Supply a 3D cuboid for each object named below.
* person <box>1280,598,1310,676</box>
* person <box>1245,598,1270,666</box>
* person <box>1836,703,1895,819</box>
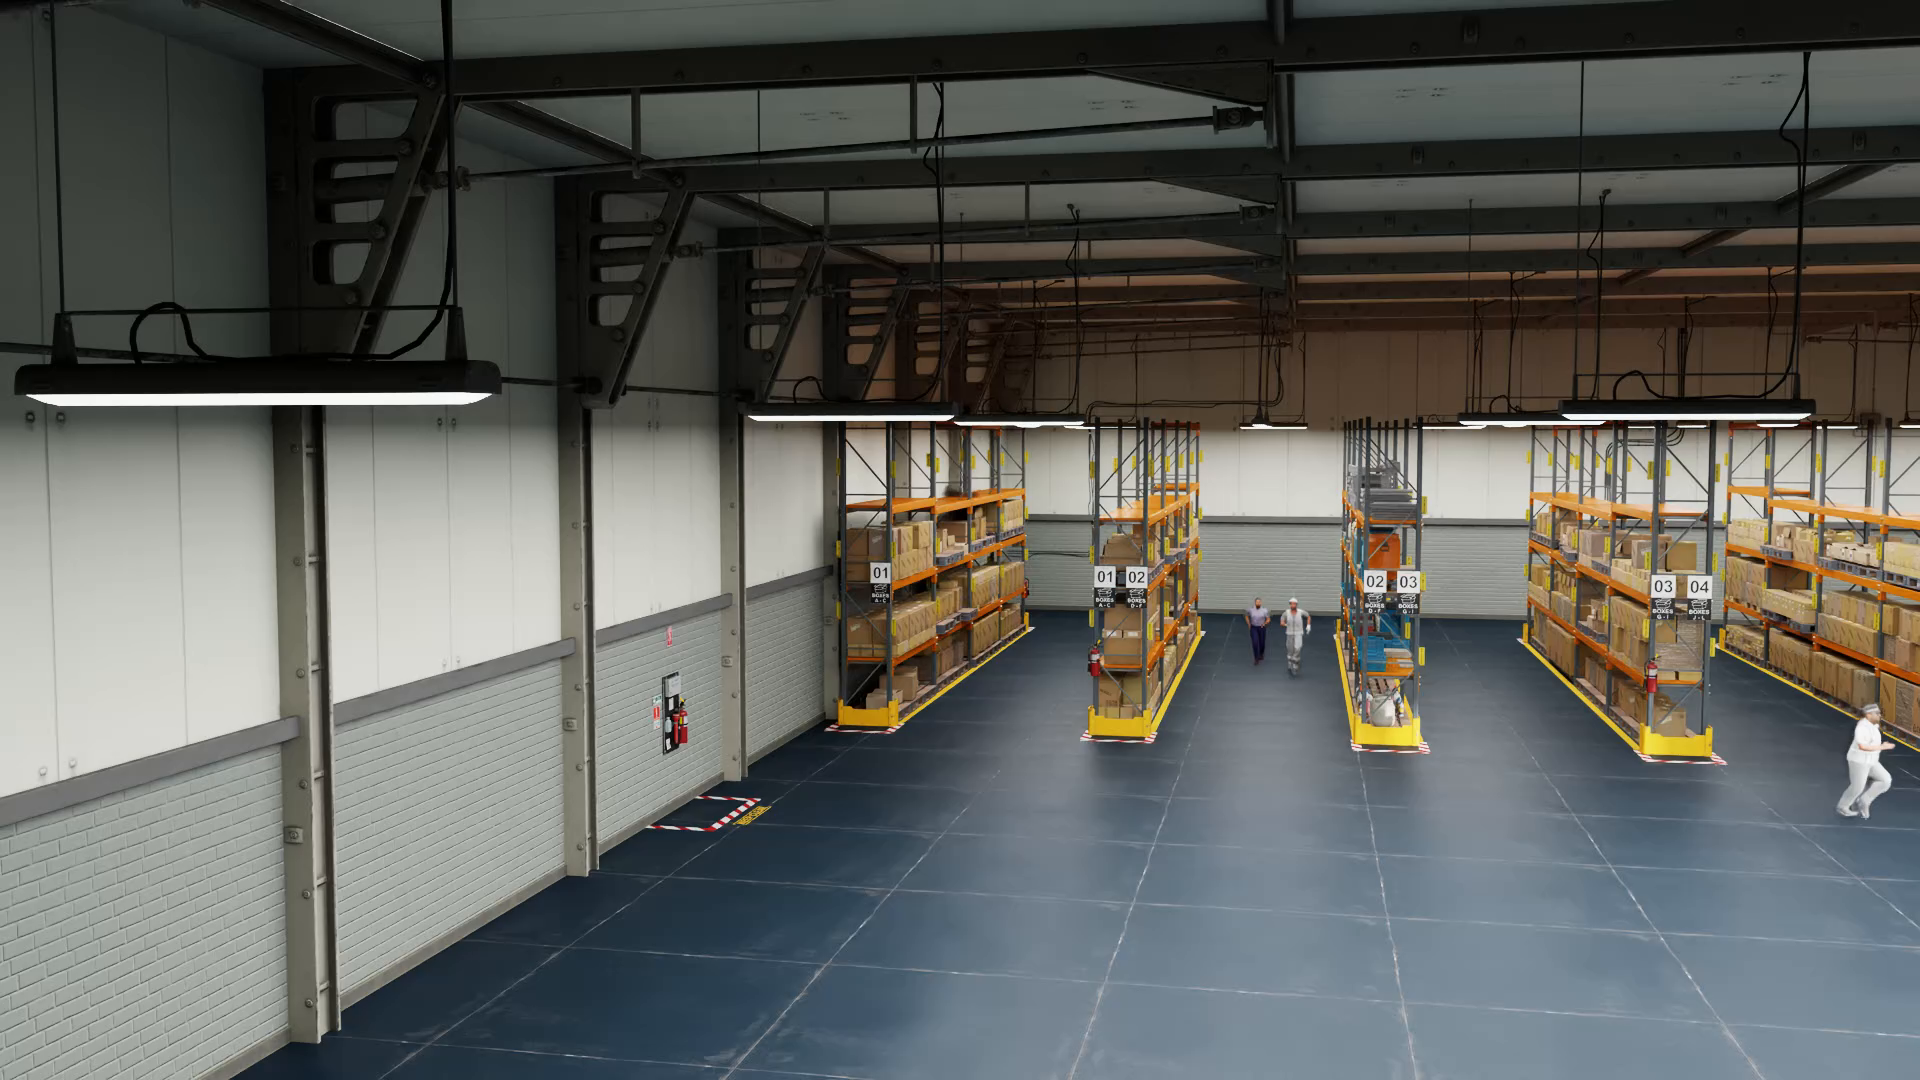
[{"bbox_3d":[7.920,2.283,39.311,0.676,1.837,0.919,1,4,19],"label":"person"},{"bbox_3d":[7.360,2.247,41.134,0.613,1.640,0.726,0,4,8],"label":"person"},{"bbox_3d":[13.343,3.247,24.477,0.697,1.743,0.807,-3,5,-41],"label":"person"}]
